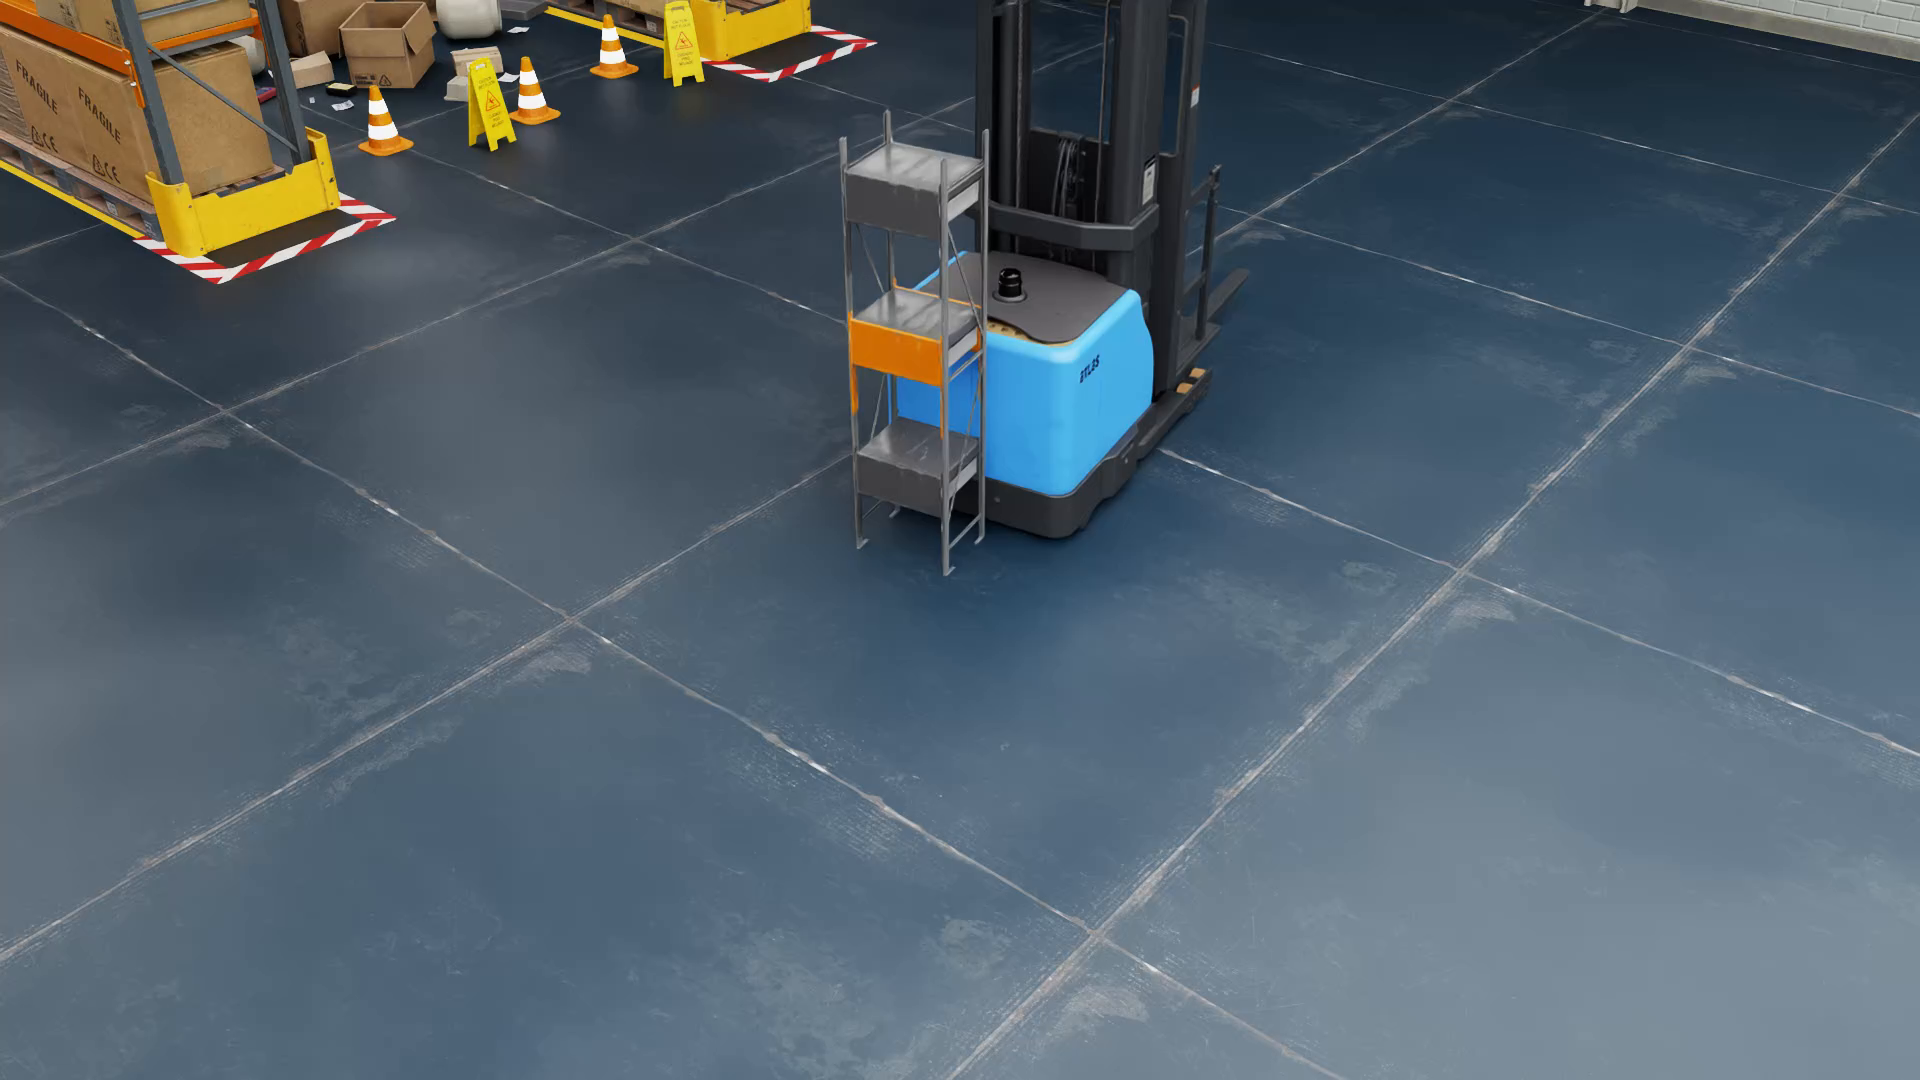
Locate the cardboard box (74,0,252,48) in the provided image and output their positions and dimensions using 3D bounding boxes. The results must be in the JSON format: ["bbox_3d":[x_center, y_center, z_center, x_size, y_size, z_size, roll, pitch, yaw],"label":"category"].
[{"bbox_3d":[-5.158,-3.582,10.684,0.550,0.550,0.875,25,42,32],"label":"cardboard box"}]

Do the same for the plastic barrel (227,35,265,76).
[{"bbox_3d":[-6.064,-4.049,13.772,0.512,0.421,0.421,-6,35,-8],"label":"plastic barrel"}]

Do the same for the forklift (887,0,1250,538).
[{"bbox_3d":[0.774,-2.031,8.619,1.130,2.935,3.031,17,38,23],"label":"forklift"}]

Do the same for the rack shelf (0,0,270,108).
[{"bbox_3d":[-6.381,-3.833,11.818,4.000,0.370,1.077,25,42,32],"label":"rack shelf"}]

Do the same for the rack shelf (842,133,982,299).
[{"bbox_3d":[-0.193,-1.417,7.247,0.480,0.518,0.431,17,38,23],"label":"rack shelf"}]

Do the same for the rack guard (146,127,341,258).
[{"bbox_3d":[-4.825,-2.366,11.254,0.348,0.500,1.175,25,42,32],"label":"rack guard"}]

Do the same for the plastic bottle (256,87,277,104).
[{"bbox_3d":[-5.623,-3.610,13.453,0.133,0.061,0.283,12,36,16],"label":"plastic bottle"}]

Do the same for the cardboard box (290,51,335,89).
[{"bbox_3d":[-5.418,-3.906,13.703,0.396,0.266,0.258,-26,42,-32],"label":"cardboard box"}]

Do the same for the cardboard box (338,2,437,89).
[{"bbox_3d":[-4.724,-4.101,13.778,0.637,0.503,0.797,0,34,0],"label":"cardboard box"}]

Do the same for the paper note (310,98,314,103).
[{"bbox_3d":[-5.222,-3.545,13.403,0.032,0.001,0.123,-12,36,-17],"label":"paper note"}]

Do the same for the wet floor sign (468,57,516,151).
[{"bbox_3d":[-3.554,-3.286,12.465,0.232,0.644,0.267,18,38,24],"label":"wet floor sign"}]

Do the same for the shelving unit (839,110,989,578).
[{"bbox_3d":[-0.193,-0.852,7.635,0.503,2.100,0.431,17,38,23],"label":"shelving unit"}]

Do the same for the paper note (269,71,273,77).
[{"bbox_3d":[-5.703,-3.931,13.955,0.172,0.023,0.155,-18,38,-25],"label":"paper note"}]

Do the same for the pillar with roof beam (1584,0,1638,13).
[{"bbox_3d":[3.317,-6.828,10.243,0.400,9.000,9.100,25,42,32],"label":"pillar with roof beam"}]

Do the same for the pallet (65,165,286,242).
[{"bbox_3d":[-5.508,-2.512,11.721,1.213,0.211,1.003,25,42,32],"label":"pallet"}]

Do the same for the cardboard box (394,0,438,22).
[{"bbox_3d":[-4.875,-5.035,15.138,0.500,0.500,0.500,-6,35,-8],"label":"cardboard box"}]

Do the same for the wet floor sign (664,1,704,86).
[{"bbox_3d":[-2.293,-4.091,13.637,0.267,0.644,0.232,-18,38,-25],"label":"wet floor sign"}]

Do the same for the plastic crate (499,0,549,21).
[{"bbox_3d":[-4.146,-4.916,15.337,0.583,0.080,0.402,12,36,16],"label":"plastic crate"}]

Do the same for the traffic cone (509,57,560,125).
[{"bbox_3d":[-3.359,-3.538,12.994,0.334,0.463,0.336,25,42,32],"label":"traffic cone"}]

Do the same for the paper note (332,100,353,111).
[{"bbox_3d":[-4.930,-3.472,13.281,0.144,0.017,0.142,-18,38,-25],"label":"paper note"}]

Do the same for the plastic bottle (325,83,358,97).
[{"bbox_3d":[-5.062,-3.668,13.538,0.283,0.061,0.133,12,36,16],"label":"plastic bottle"}]

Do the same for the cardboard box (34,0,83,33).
[{"bbox_3d":[-5.594,-3.772,10.960,0.550,0.550,0.875,25,42,32],"label":"cardboard box"}]

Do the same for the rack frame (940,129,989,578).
[{"bbox_3d":[0.022,-0.786,7.539,0.015,2.100,0.400,17,38,23],"label":"rack frame"}]

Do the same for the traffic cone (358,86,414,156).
[{"bbox_3d":[-4.343,-3.170,12.457,0.334,0.463,0.336,25,42,32],"label":"traffic cone"}]

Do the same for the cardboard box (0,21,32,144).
[{"bbox_3d":[-6.784,-3.568,12.302,0.875,0.875,0.875,26,42,32],"label":"cardboard box"}]

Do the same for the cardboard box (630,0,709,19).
[{"bbox_3d":[-2.566,-4.820,14.676,0.500,0.250,0.500,25,42,32],"label":"cardboard box"}]

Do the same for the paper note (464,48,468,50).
[{"bbox_3d":[-4.311,-4.216,14.373,0.148,0.019,0.142,-18,38,-25],"label":"paper note"}]

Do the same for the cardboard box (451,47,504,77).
[{"bbox_3d":[-4.053,-4.016,13.967,0.380,0.149,0.250,-12,36,-17],"label":"cardboard box"}]

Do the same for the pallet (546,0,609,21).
[{"bbox_3d":[-3.348,-5.225,15.672,1.213,0.211,1.003,25,42,32],"label":"pallet"}]

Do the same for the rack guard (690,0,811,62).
[{"bbox_3d":[-1.813,-4.593,14.496,0.348,0.500,1.175,25,42,32],"label":"rack guard"}]

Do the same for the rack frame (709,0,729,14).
[{"bbox_3d":[-1.754,-5.596,13.748,0.127,3.000,1.000,25,42,32],"label":"rack frame"}]

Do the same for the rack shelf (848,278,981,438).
[{"bbox_3d":[-0.193,-0.840,7.643,0.480,0.518,0.431,17,38,23],"label":"rack shelf"}]

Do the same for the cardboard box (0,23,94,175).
[{"bbox_3d":[-6.085,-3.237,11.820,0.875,0.875,0.875,25,41,31],"label":"cardboard box"}]

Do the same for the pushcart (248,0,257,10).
[{"bbox_3d":[-6.249,-4.953,15.130,0.936,0.377,1.648,12,36,16],"label":"pushcart"}]

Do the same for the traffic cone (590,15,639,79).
[{"bbox_3d":[-2.910,-4.144,13.876,0.334,0.463,0.336,25,42,32],"label":"traffic cone"}]

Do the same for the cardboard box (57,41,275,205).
[{"bbox_3d":[-5.407,-2.920,11.358,0.875,0.875,0.875,26,42,32],"label":"cardboard box"}]

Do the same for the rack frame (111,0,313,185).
[{"bbox_3d":[-4.844,-3.405,10.559,0.127,3.000,1.000,25,42,32],"label":"rack frame"}]

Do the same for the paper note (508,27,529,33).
[{"bbox_3d":[-3.948,-4.570,14.878,0.148,0.019,0.142,12,36,16],"label":"paper note"}]

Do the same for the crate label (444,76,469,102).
[{"bbox_3d":[-4.003,-3.662,13.461,0.298,0.136,0.250,6,35,8],"label":"crate label"}]

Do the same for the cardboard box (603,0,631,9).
[{"bbox_3d":[-2.941,-5.002,14.942,0.500,0.250,0.500,25,42,32],"label":"cardboard box"}]

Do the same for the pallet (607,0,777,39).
[{"bbox_3d":[-2.414,-4.783,15.029,1.213,0.211,1.003,25,42,32],"label":"pallet"}]

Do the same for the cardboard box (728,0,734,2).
[{"bbox_3d":[-2.197,-5.048,15.009,0.500,0.250,0.500,25,42,31],"label":"cardboard box"}]

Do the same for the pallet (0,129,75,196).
[{"bbox_3d":[-6.442,-2.954,12.364,1.213,0.211,1.003,25,42,32],"label":"pallet"}]

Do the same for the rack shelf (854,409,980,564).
[{"bbox_3d":[-0.193,-0.263,8.039,0.480,0.518,0.431,17,38,23],"label":"rack shelf"}]

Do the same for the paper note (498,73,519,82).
[{"bbox_3d":[-3.754,-3.848,13.826,0.142,0.019,0.148,12,36,16],"label":"paper note"}]

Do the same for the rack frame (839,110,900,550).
[{"bbox_3d":[-0.407,-0.918,7.731,0.015,2.100,0.400,17,38,23],"label":"rack frame"}]

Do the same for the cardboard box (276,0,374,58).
[{"bbox_3d":[-5.448,-4.492,14.227,0.503,0.637,0.797,25,42,32],"label":"cardboard box"}]

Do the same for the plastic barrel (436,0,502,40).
[{"bbox_3d":[-4.310,-4.623,14.608,0.512,0.421,0.421,-6,35,-8],"label":"plastic barrel"}]

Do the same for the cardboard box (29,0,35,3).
[{"bbox_3d":[-5.944,-4.029,11.335,0.550,0.550,0.875,25,42,32],"label":"cardboard box"}]
